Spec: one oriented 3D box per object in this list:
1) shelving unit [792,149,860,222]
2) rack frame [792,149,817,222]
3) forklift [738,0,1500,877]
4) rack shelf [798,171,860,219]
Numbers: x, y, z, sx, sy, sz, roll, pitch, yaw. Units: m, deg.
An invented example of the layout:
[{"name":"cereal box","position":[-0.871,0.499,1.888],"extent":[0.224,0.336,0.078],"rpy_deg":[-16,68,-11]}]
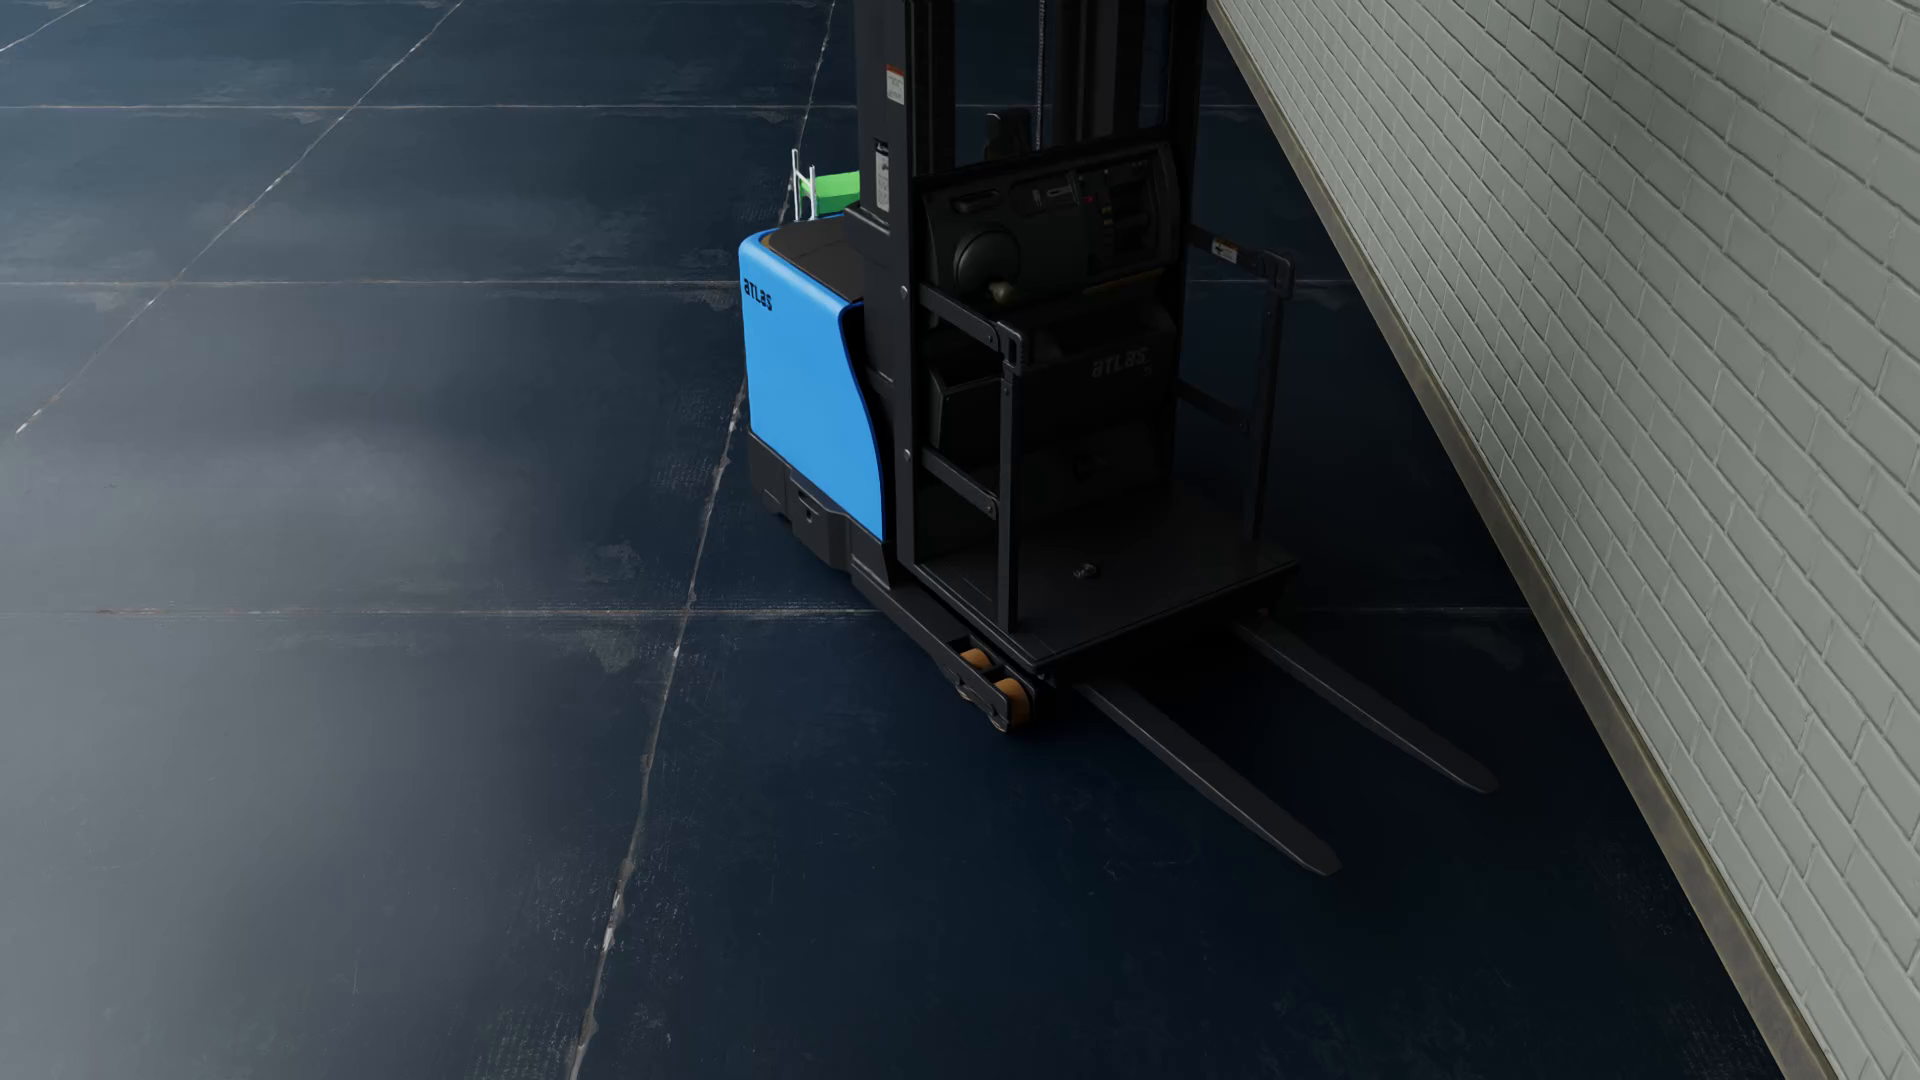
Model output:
[{"name":"shelving unit","position":[-0.369,-0.986,6.716],"extent":[0.503,1.200,0.258],"rpy_deg":[-12,33,-19]},{"name":"rack frame","position":[-0.595,-0.938,6.637],"extent":[0.015,1.200,0.240],"rpy_deg":[-12,33,-19]},{"name":"forklift","position":[0.413,-0.931,4.958],"extent":[1.130,2.935,3.031],"rpy_deg":[-19,36,-28]},{"name":"rack shelf","position":[-0.370,-1.343,6.503],"extent":[0.480,0.148,0.258],"rpy_deg":[-12,33,-19]}]
